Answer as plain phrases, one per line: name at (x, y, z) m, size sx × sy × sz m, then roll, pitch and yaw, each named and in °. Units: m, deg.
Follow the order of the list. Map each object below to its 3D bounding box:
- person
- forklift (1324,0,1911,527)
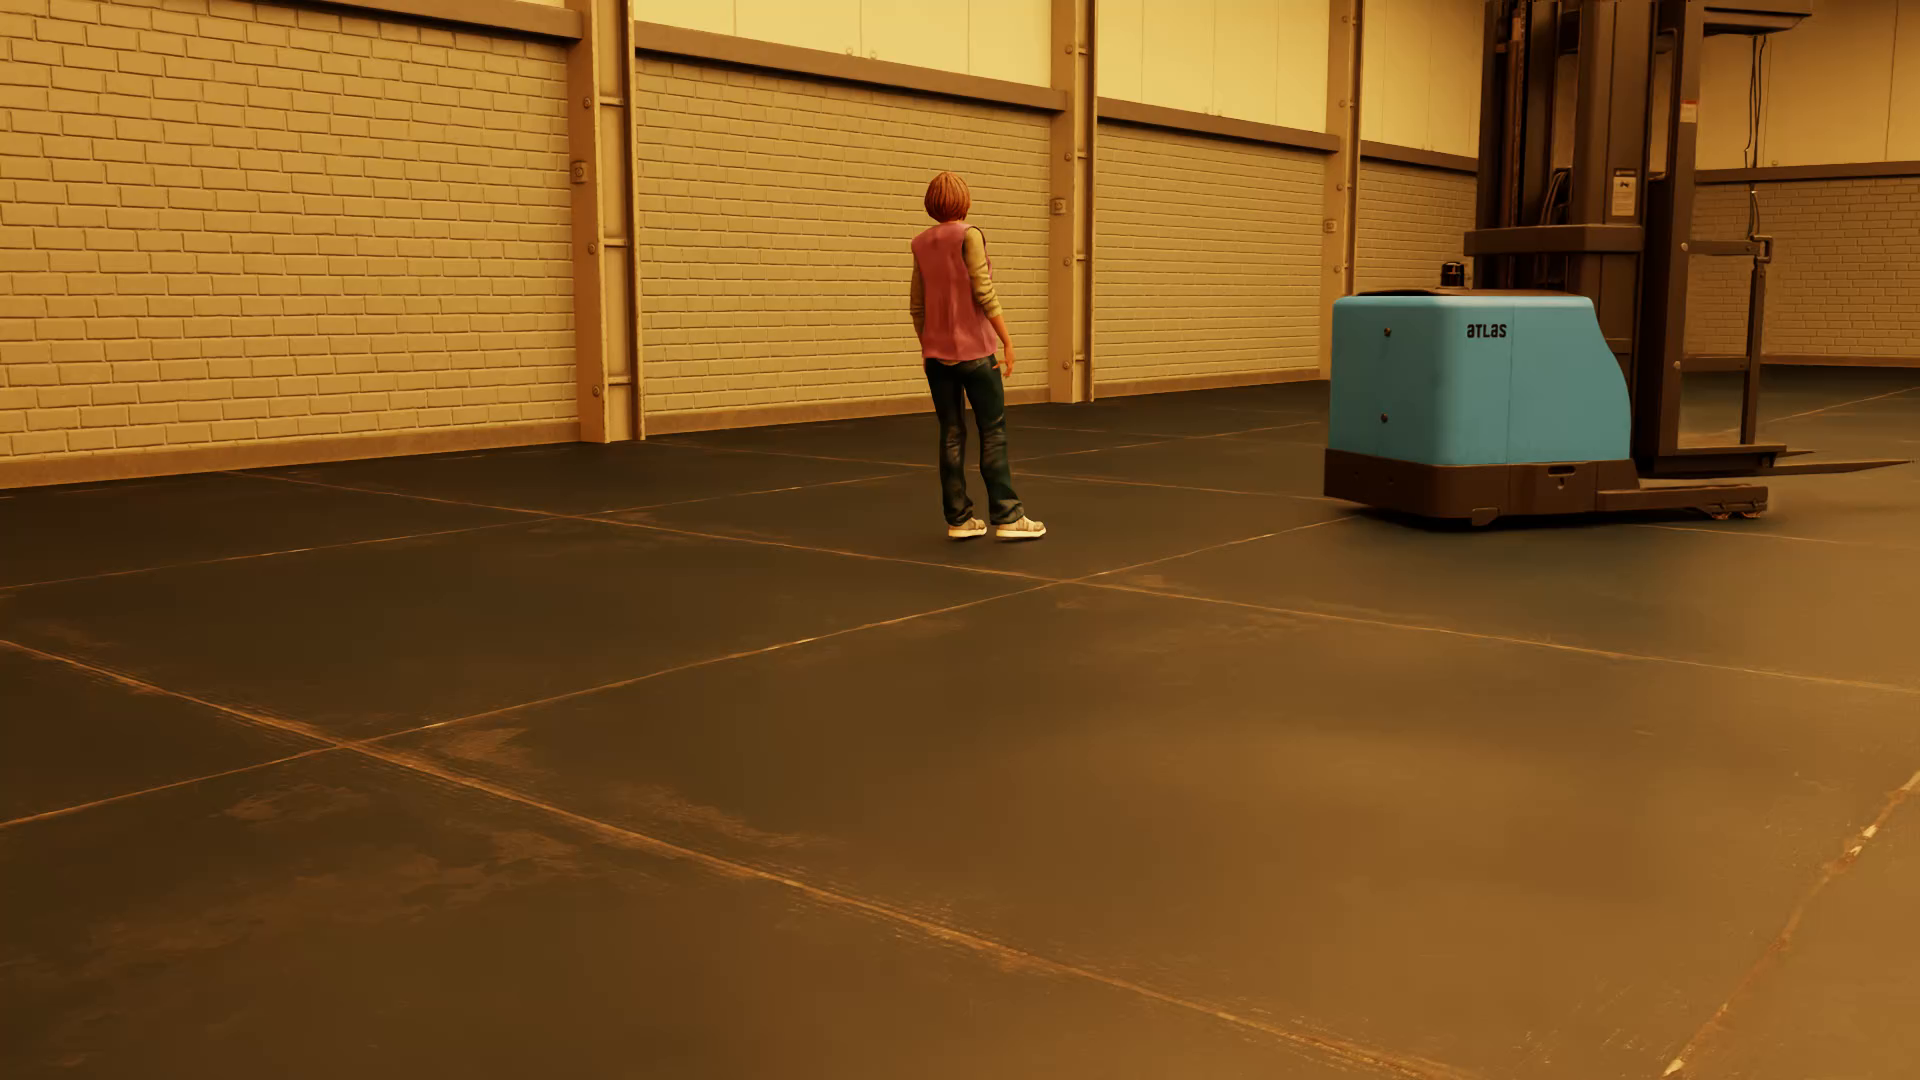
person at (0.058, -0.801, 7.338) m, size 0.521 × 1.592 × 0.473 m, roll 7°, pitch 11°, yaw 38°
forklift at (3.427, -1.616, 8.323) m, size 3.031 × 2.935 × 1.130 m, roll -3°, pitch 9°, yaw -19°
